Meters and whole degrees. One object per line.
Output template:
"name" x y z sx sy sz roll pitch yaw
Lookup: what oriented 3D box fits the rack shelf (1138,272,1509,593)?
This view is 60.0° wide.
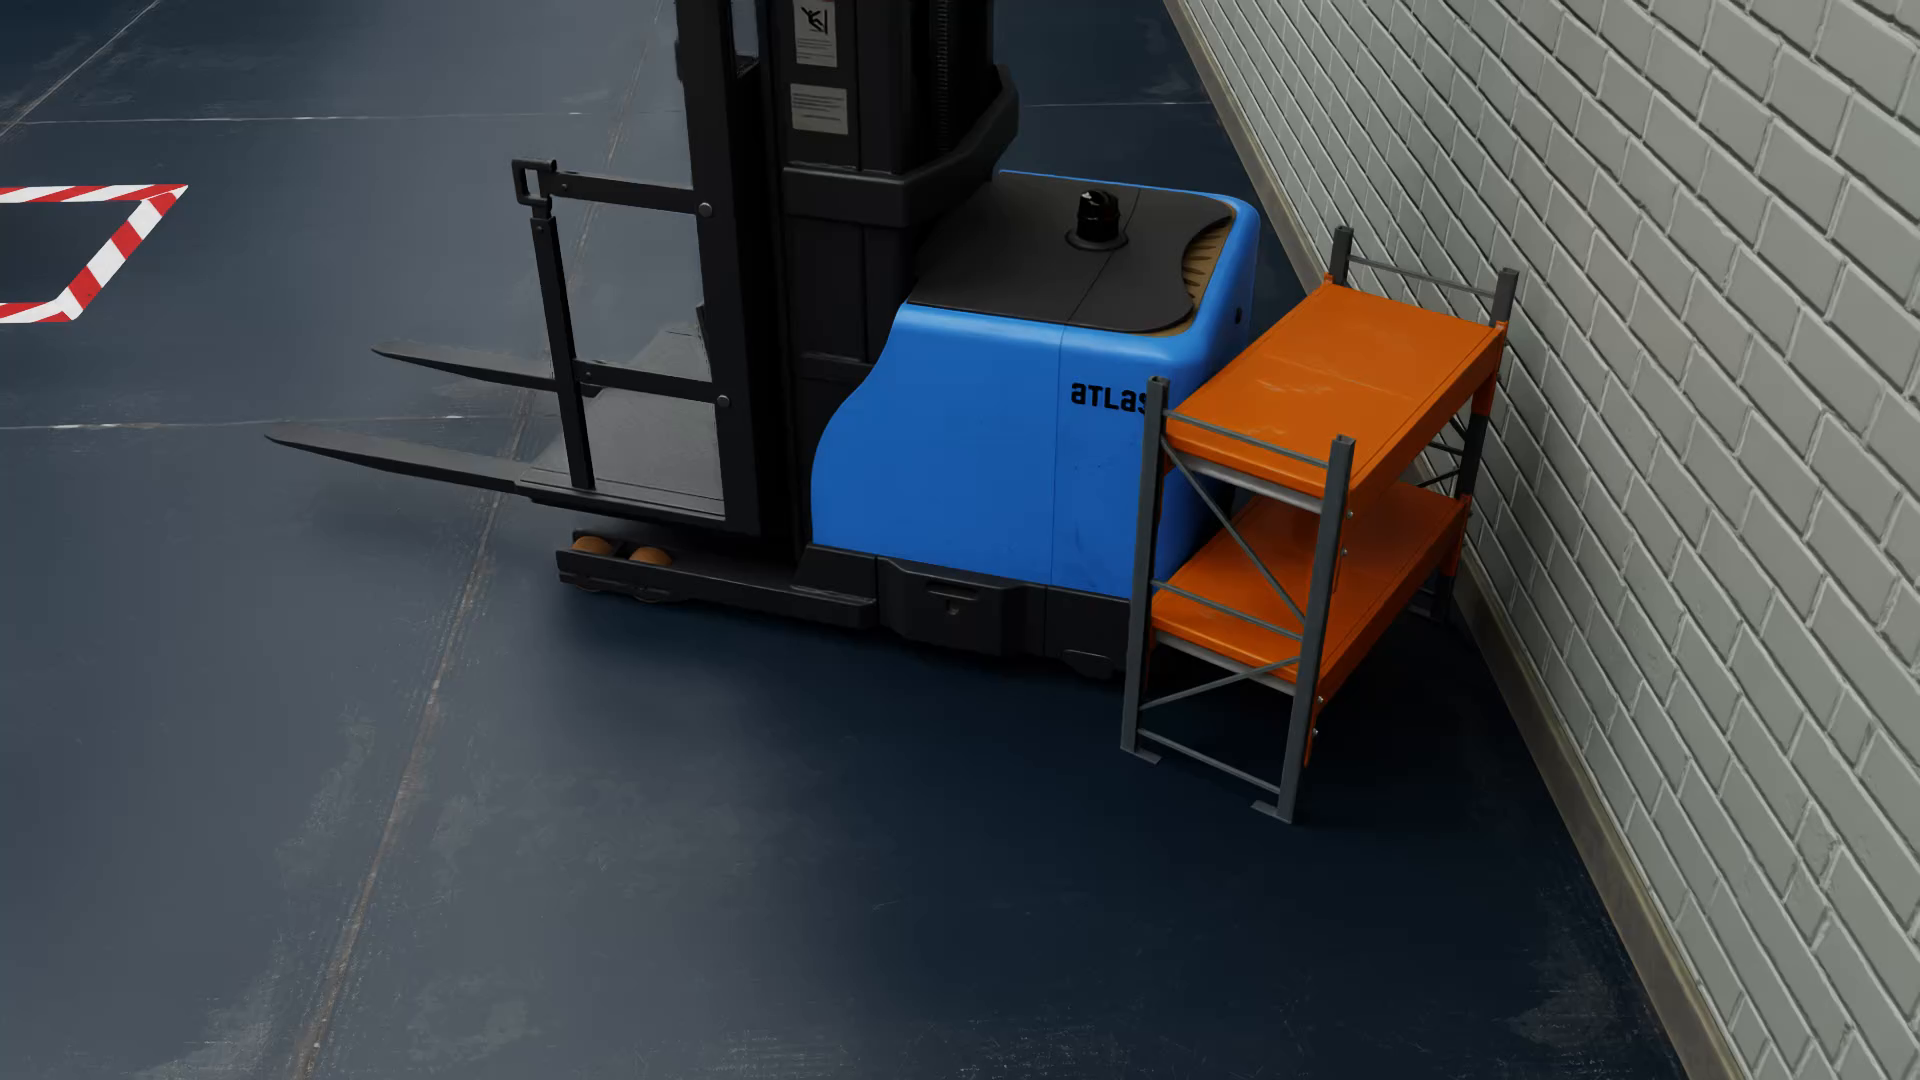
"rack shelf" 0.933 -0.307 4.191 0.538 0.278 1.000 22 40 28

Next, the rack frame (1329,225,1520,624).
"rack frame" 1.225 -0.303 4.700 0.500 1.125 0.032 22 40 28

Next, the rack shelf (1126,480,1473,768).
"rack shelf" 0.933 0.135 4.497 0.538 0.278 1.000 22 40 28

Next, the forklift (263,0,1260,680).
"forklift" -0.699 -1.292 4.542 3.031 2.935 1.130 10 36 14

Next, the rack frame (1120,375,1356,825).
"rack frame" 0.641 0.171 4.015 0.500 1.125 0.032 22 40 28

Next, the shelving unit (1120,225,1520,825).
"shelving unit" 0.933 -0.066 4.357 0.538 1.125 1.048 22 40 28
